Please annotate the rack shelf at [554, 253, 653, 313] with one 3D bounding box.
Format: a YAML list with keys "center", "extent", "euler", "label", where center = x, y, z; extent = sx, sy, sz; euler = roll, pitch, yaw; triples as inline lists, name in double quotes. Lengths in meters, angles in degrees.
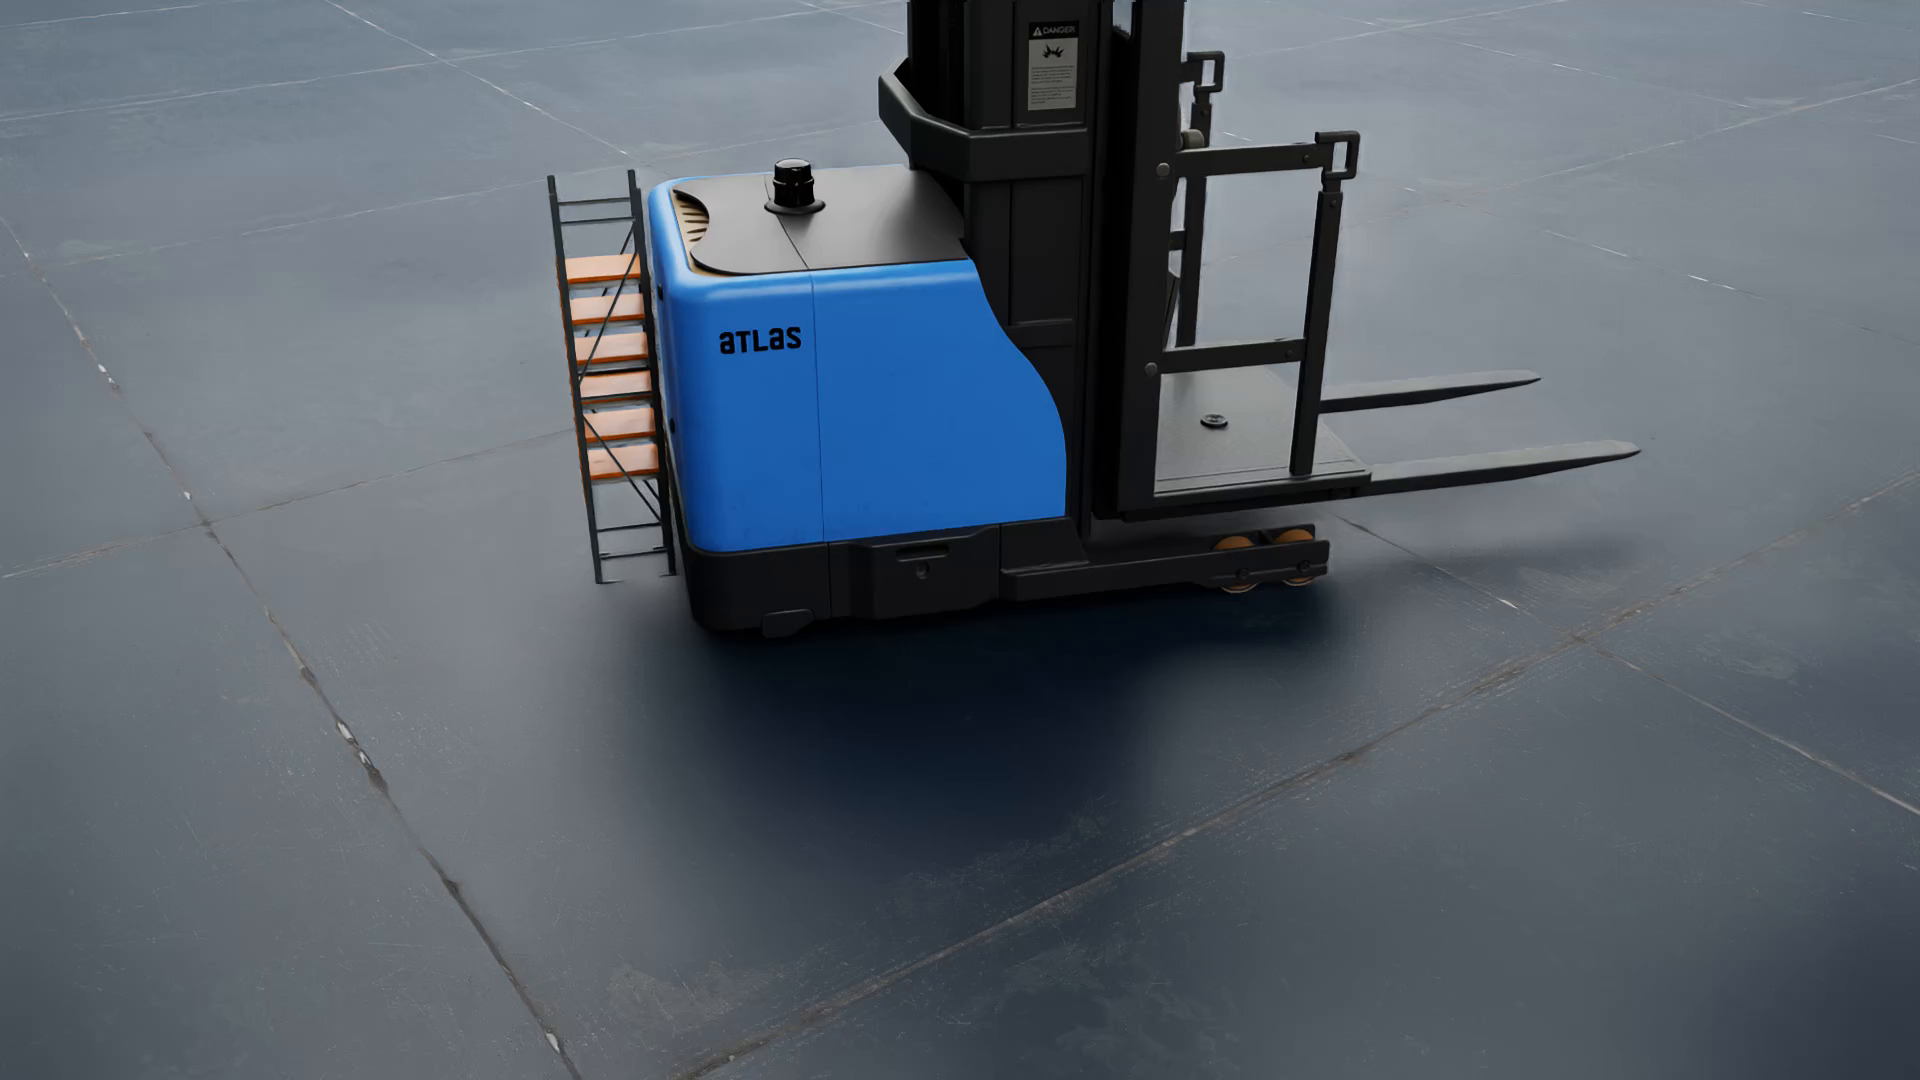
- center: [-1.001, -0.727, 4.670]
  extent: [0.258, 0.103, 0.180]
  euler: [-7, 29, -13]
  label: "rack shelf"

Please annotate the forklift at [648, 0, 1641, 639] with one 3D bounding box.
- center: [0.625, -1.368, 4.698]
  extent: [3.031, 2.935, 1.130]
  euler: [-6, 29, -11]
  label: "forklift"

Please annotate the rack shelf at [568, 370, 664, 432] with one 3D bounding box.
- center: [-1.001, -0.411, 4.842]
  extent: [0.258, 0.103, 0.180]
  euler: [-7, 29, -13]
  label: "rack shelf"

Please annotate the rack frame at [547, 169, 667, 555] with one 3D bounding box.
- center: [-1.024, -0.492, 4.899]
  extent: [0.240, 1.200, 0.006]
  euler: [-7, 29, -13]
  label: "rack frame"

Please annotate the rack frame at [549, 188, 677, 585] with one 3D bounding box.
- center: [-0.978, -0.408, 4.743]
  extent: [0.240, 1.200, 0.006]
  euler: [-7, 29, -13]
  label: "rack frame"

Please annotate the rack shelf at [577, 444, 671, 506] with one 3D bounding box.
- center: [-1.001, -0.200, 4.957]
  extent: [0.258, 0.103, 0.180]
  euler: [-7, 29, -13]
  label: "rack shelf"

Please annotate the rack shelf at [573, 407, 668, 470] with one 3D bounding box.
- center: [-1.001, -0.305, 4.900]
  extent: [0.258, 0.103, 0.180]
  euler: [-7, 29, -13]
  label: "rack shelf"

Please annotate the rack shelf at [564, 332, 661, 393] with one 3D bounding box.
- center: [-1.001, -0.516, 4.785]
  extent: [0.258, 0.103, 0.180]
  euler: [-7, 29, -13]
  label: "rack shelf"

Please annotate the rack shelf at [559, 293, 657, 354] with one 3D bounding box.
- center: [-1.001, -0.622, 4.728]
  extent: [0.258, 0.103, 0.180]
  euler: [-7, 29, -13]
  label: "rack shelf"

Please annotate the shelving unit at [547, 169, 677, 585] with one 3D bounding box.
- center: [-1.001, -0.450, 4.821]
  extent: [0.258, 1.200, 0.189]
  euler: [-7, 29, -13]
  label: "shelving unit"
